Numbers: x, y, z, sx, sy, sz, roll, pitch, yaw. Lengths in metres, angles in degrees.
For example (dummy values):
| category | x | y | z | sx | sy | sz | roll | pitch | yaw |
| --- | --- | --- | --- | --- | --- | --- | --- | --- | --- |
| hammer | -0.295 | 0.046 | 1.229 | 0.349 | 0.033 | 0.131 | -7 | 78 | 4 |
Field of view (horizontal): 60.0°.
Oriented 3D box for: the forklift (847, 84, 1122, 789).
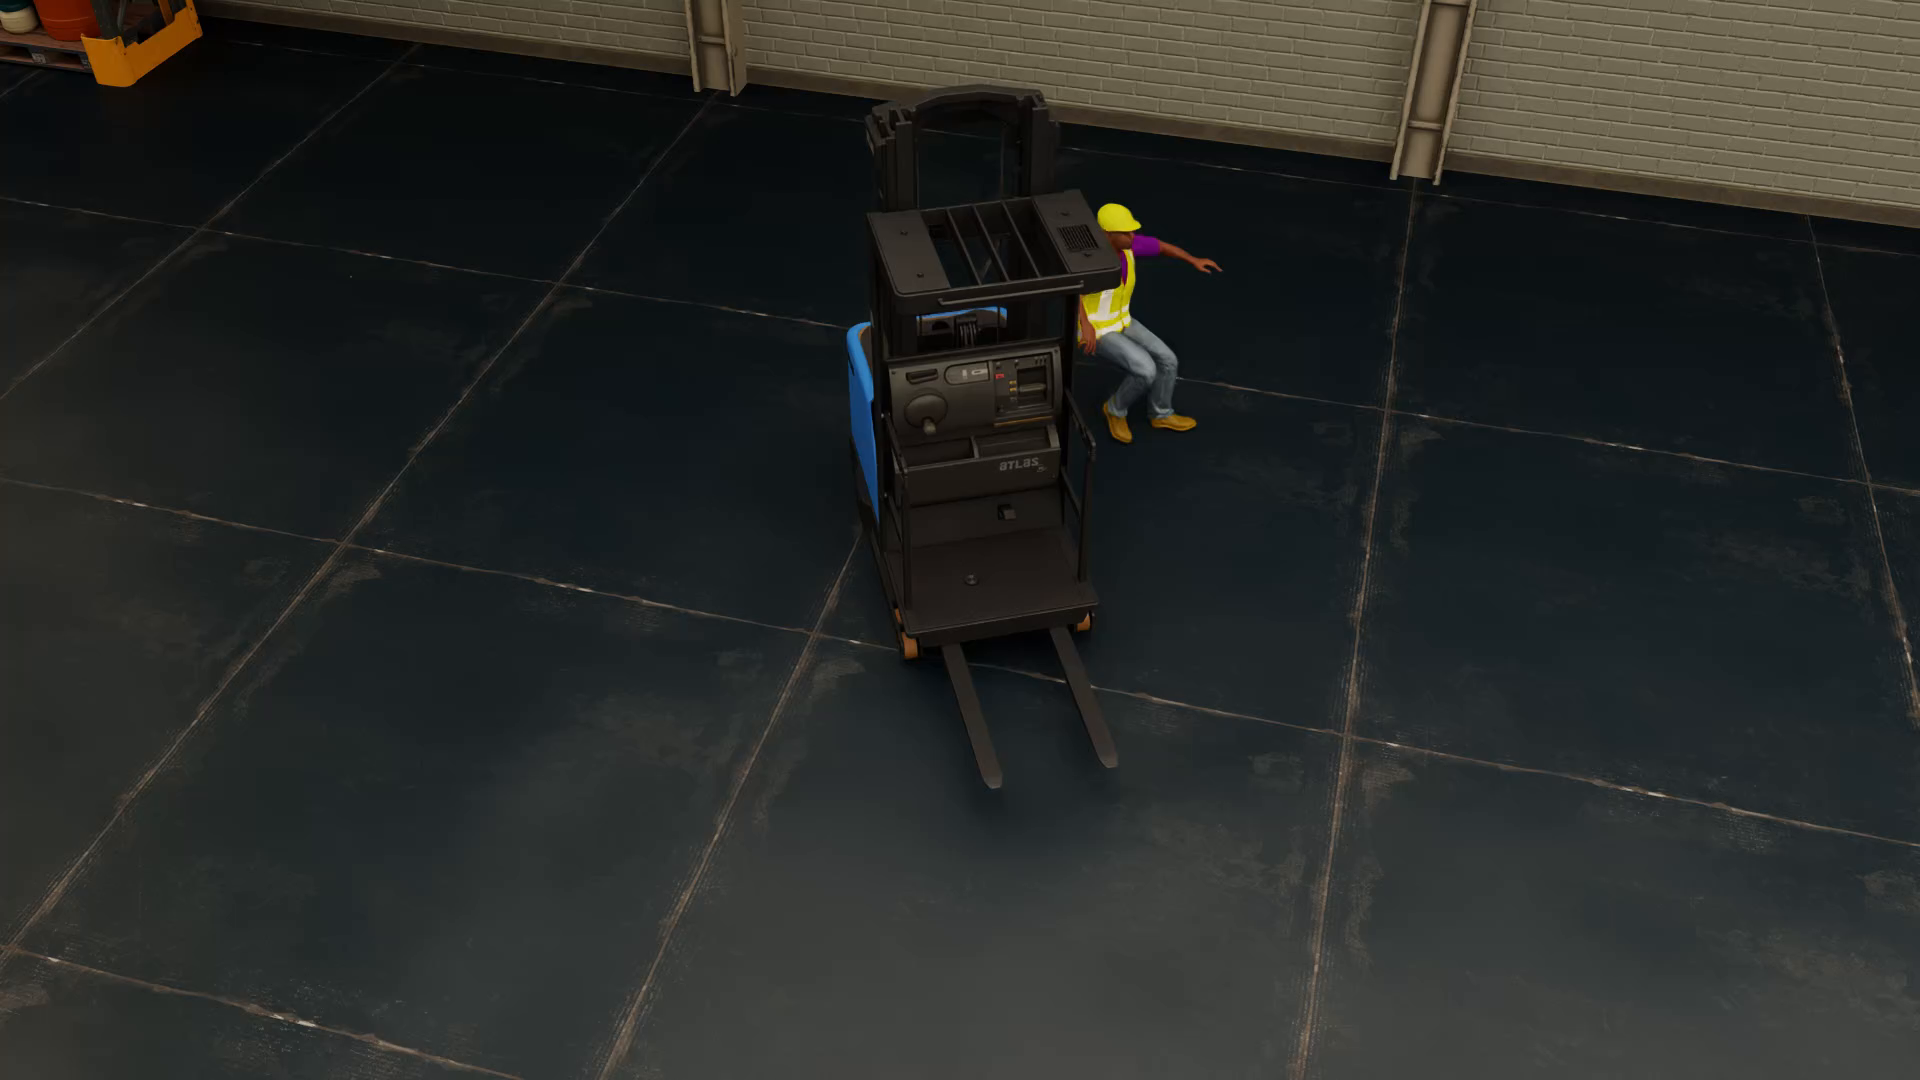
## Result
| category | x | y | z | sx | sy | sz | roll | pitch | yaw |
| --- | --- | --- | --- | --- | --- | --- | --- | --- | --- |
| forklift | 0.137 | -0.710 | 8.671 | 1.130 | 2.935 | 3.031 | -9 | 42 | -10 |

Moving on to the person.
| category | x | y | z | sx | sy | sz | roll | pitch | yaw |
| --- | --- | --- | --- | --- | --- | --- | --- | --- | --- |
| person | 1.087 | -1.321 | 10.448 | 0.845 | 1.521 | 1.140 | 22 | 46 | 23 |
